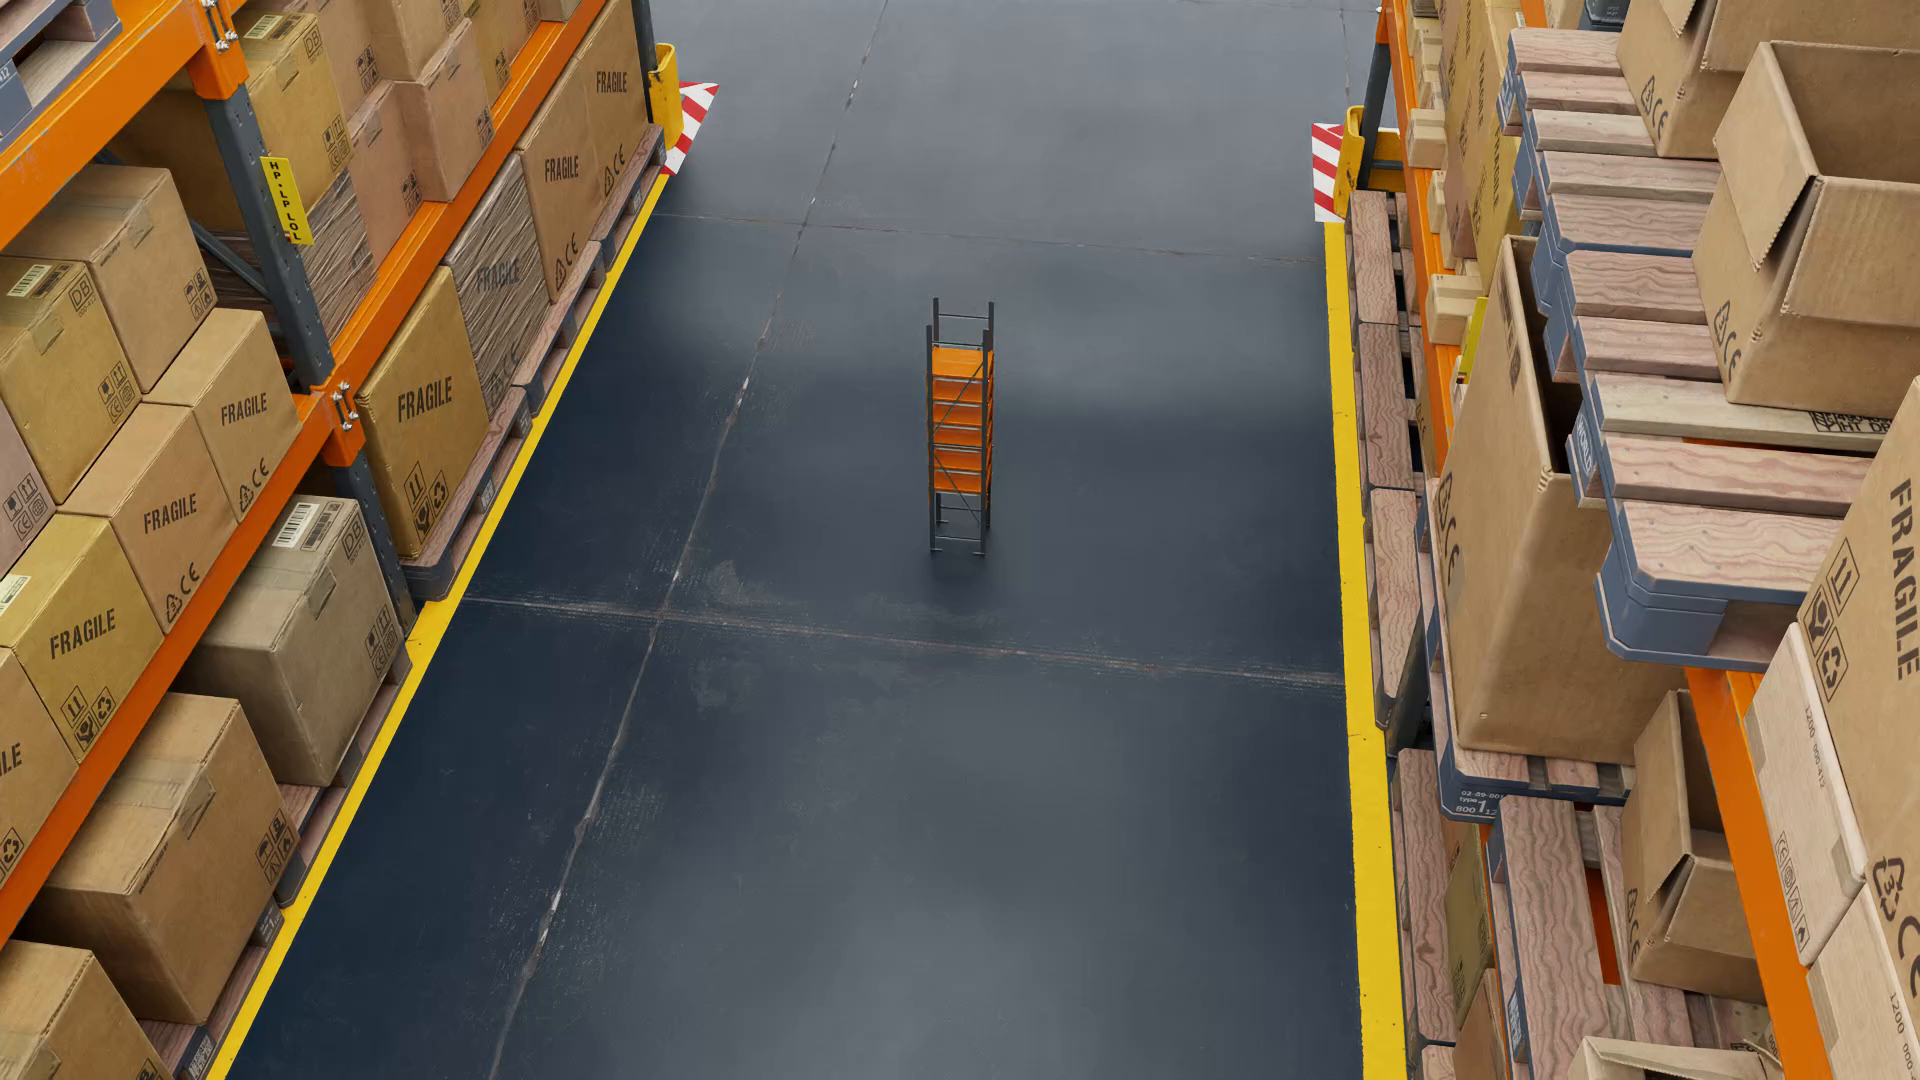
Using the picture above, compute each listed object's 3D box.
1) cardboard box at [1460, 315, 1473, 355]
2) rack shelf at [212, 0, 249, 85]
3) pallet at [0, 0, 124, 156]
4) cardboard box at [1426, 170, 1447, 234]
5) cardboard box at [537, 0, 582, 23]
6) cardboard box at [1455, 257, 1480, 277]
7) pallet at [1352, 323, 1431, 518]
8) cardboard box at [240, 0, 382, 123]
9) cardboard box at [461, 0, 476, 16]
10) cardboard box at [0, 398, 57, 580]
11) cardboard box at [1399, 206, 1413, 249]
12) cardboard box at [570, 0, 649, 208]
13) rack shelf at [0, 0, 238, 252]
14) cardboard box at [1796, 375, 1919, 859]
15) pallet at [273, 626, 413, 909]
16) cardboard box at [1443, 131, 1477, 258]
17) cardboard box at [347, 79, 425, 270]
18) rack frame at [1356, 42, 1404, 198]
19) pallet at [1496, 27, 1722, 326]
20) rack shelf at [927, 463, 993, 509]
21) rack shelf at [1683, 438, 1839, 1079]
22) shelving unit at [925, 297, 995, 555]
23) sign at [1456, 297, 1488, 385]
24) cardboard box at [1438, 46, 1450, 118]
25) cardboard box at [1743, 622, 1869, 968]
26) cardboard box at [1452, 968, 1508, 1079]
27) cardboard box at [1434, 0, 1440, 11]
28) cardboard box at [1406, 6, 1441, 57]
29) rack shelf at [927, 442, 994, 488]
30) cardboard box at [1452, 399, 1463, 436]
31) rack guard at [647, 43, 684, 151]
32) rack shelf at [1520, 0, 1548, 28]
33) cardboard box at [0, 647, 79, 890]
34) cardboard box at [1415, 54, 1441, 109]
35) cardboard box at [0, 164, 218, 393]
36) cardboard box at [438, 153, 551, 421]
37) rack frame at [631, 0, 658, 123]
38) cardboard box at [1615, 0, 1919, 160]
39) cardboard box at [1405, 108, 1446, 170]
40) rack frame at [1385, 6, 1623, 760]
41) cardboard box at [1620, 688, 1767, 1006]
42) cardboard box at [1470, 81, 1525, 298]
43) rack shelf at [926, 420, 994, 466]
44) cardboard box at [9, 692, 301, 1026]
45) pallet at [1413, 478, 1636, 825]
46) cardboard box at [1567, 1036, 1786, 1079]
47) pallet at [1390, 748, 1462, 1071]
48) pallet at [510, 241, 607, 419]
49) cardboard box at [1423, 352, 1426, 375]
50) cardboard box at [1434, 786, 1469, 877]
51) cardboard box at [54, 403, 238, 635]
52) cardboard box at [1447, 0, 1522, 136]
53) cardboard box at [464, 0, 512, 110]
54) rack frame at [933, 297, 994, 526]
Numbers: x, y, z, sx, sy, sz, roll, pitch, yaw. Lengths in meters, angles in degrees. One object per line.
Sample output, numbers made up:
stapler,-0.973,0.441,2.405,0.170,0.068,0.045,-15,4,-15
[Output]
cardboard box,2.015,-0.664,5.974,0.380,0.149,0.250,5,44,6
rack shelf,-2.496,-2.958,6.556,1.077,0.370,4.000,5,44,6
pallet,-2.832,-1.158,4.271,0.805,0.209,1.217,4,44,4
cardboard box,2.093,-1.350,6.699,0.380,0.149,0.250,5,44,6
cardboard box,-2.287,-2.914,8.059,0.875,0.550,0.550,5,44,6
cardboard box,2.101,-1.003,6.332,0.380,0.149,0.250,5,44,6
pallet,2.356,-0.530,7.678,1.003,0.211,1.213,5,44,6
cardboard box,-2.720,-1.847,6.147,0.875,0.550,0.550,5,44,6
cardboard box,-2.450,-2.565,6.905,0.875,0.550,0.500,5,44,6
cardboard box,-2.953,-0.133,4.431,0.700,0.500,0.500,6,44,6
cardboard box,2.573,-1.794,8.498,0.500,0.500,0.500,13,45,13
cardboard box,-2.255,-2.406,8.872,0.875,0.875,0.875,5,44,6
rack shelf,-3.025,-0.232,3.677,1.077,0.370,4.000,5,44,6
cardboard box,1.567,0.137,2.328,0.500,0.500,0.500,6,44,6
pallet,-2.787,0.778,6.297,1.003,0.211,1.213,5,44,6
cardboard box,2.331,-1.380,6.259,0.875,0.500,0.500,5,44,6
cardboard box,-2.673,-1.451,6.514,0.875,0.550,0.550,5,44,6
rack frame,2.672,-2.974,8.231,1.000,3.000,0.127,5,44,6
pallet,1.956,-0.857,3.951,1.213,0.211,1.003,5,44,6
rack shelf,0.002,-0.239,7.066,0.258,0.103,0.180,5,44,6
rack shelf,1.879,0.288,3.128,1.077,0.370,4.000,5,44,6
shelving unit,0.002,-0.446,6.870,0.258,1.200,0.189,5,44,6
sign,1.604,-0.606,5.101,0.100,0.325,0.005,5,44,6
cardboard box,2.516,-2.057,6.974,0.875,0.500,0.500,5,44,6
cardboard box,1.555,0.416,2.578,0.500,0.250,0.500,6,44,7
cardboard box,1.885,1.622,4.876,0.700,0.500,0.500,2,43,2
cardboard box,2.191,-2.450,6.662,0.500,0.500,0.500,5,44,6
cardboard box,2.298,-2.372,7.778,0.380,0.149,0.250,5,44,6
rack shelf,0.002,-0.326,6.983,0.258,0.103,0.180,5,44,6
cardboard box,1.880,-0.329,5.621,0.380,0.149,0.250,5,44,6
rack guard,-2.228,-2.602,9.657,1.175,0.500,0.348,5,44,6
rack shelf,2.407,-2.438,6.007,1.077,0.370,4.000,5,44,6
cardboard box,-2.762,0.611,4.372,0.500,0.500,0.500,5,44,5
cardboard box,2.245,-2.030,7.417,0.380,0.149,0.250,5,44,6
cardboard box,-2.820,-0.828,5.165,0.700,0.500,0.500,5,44,5
cardboard box,-2.492,-1.185,7.582,0.875,0.875,0.875,6,44,6
rack frame,-2.231,-3.493,8.780,1.000,3.000,0.127,5,44,6
cardboard box,1.983,-1.215,3.812,0.797,0.503,0.637,3,44,3
cardboard box,2.103,-1.696,7.065,0.380,0.149,0.250,5,44,6
rack frame,2.143,-0.247,5.352,1.000,3.000,0.127,5,44,6
cardboard box,2.005,0.752,3.915,0.797,0.503,0.637,9,44,10
cardboard box,1.930,-1.087,5.222,0.500,0.500,0.500,5,44,6
rack shelf,0.002,-0.413,6.901,0.258,0.103,0.180,5,44,6
cardboard box,-2.884,0.986,5.380,1.050,0.750,0.750,5,44,6
pallet,1.898,0.330,4.882,1.003,0.211,1.213,5,44,6
cardboard box,1.567,1.214,3.601,0.396,0.266,0.258,4,44,4
pallet,2.041,1.296,5.750,1.003,0.211,1.213,5,44,6
pallet,-2.423,-1.100,8.280,1.003,0.211,1.213,5,44,6
cardboard box,2.426,-0.959,7.616,0.500,0.500,0.500,9,44,9
cardboard box,2.040,0.917,5.620,0.700,0.500,0.500,2,43,2
cardboard box,-2.631,-0.079,5.102,0.500,0.500,0.500,5,44,5
cardboard box,2.062,-1.768,5.942,0.500,0.500,0.500,5,44,6
cardboard box,-2.514,-2.179,7.282,0.875,0.550,0.500,5,44,6
rack frame,0.014,-0.508,6.936,0.240,1.200,0.006,5,44,6
